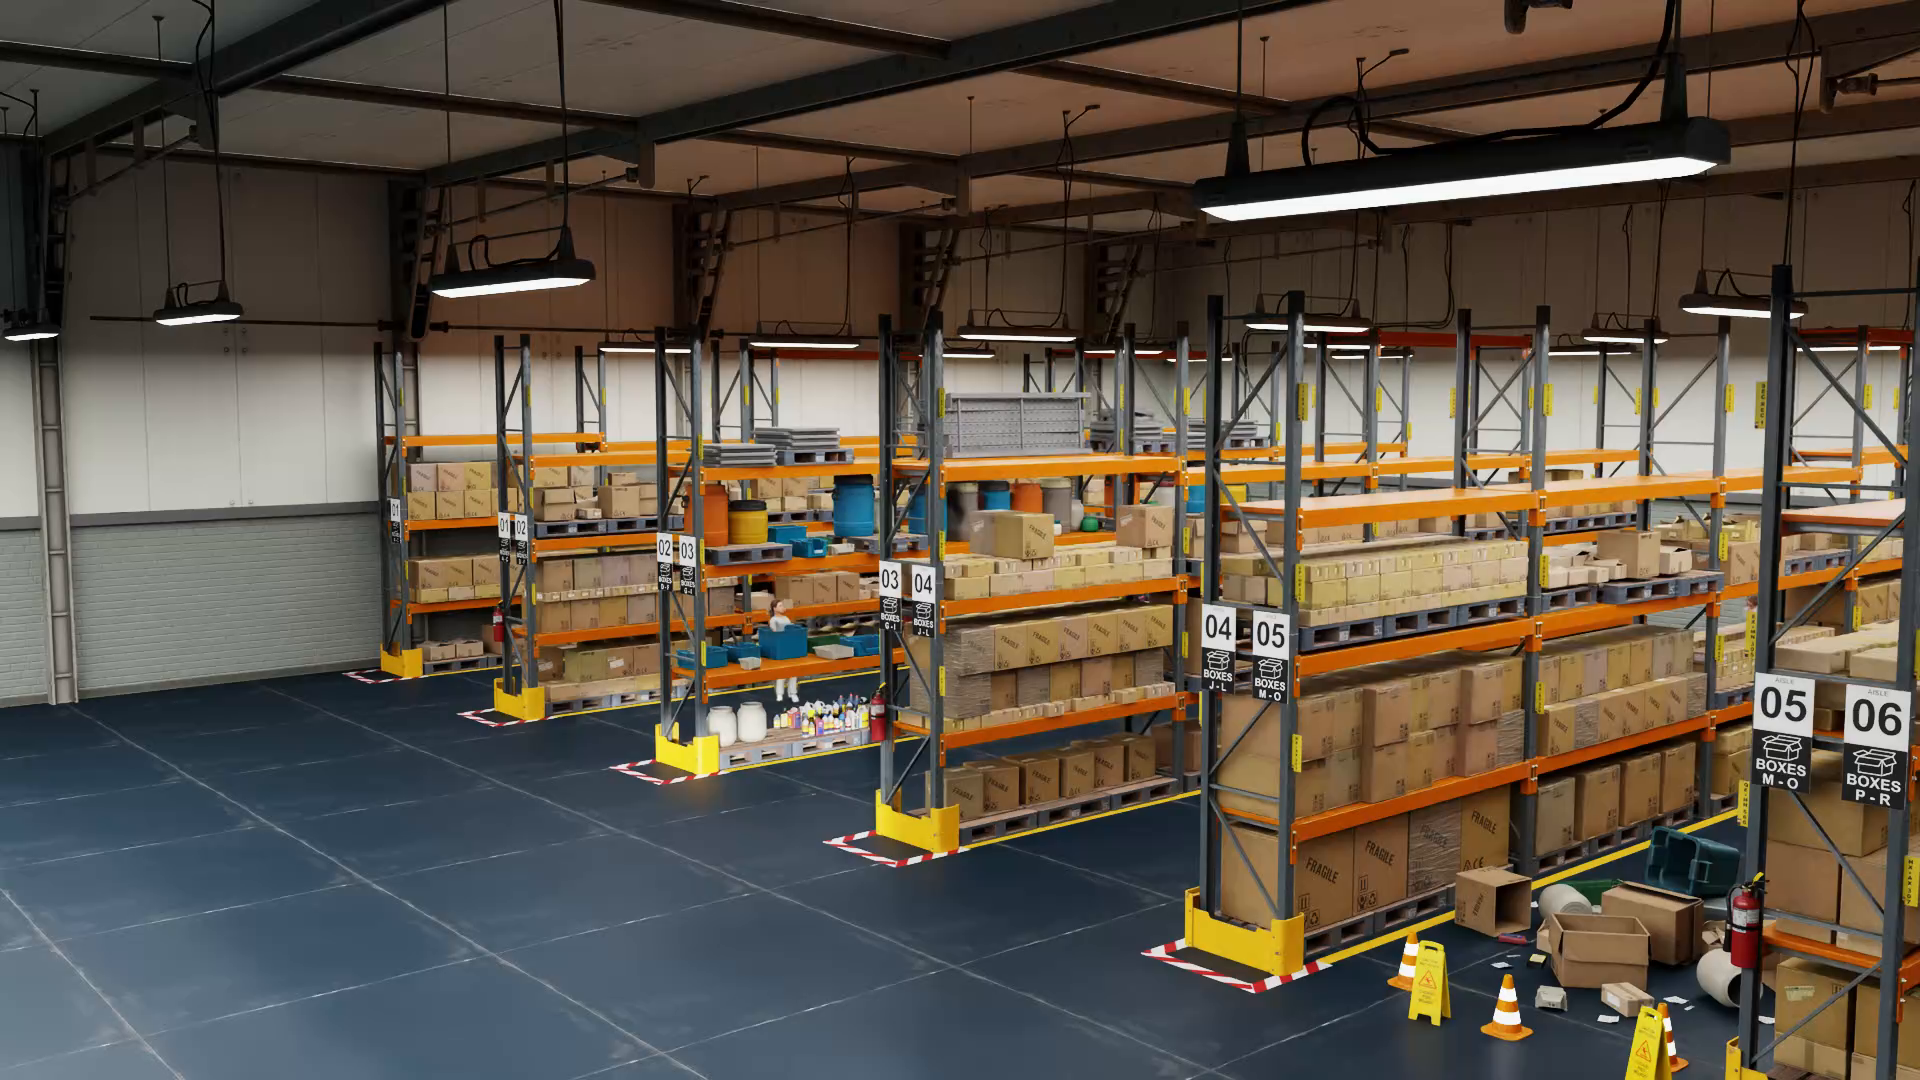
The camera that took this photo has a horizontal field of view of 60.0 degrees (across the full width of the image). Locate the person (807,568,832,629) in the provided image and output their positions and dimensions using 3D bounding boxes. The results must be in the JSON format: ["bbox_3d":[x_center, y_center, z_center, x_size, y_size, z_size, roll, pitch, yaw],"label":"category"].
[{"bbox_3d":[-2.776,1.323,33.363,0.722,1.725,0.596,-4,6,-35],"label":"person"}]

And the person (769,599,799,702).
[{"bbox_3d":[-2.866,1.819,27.335,0.541,1.687,0.582,-3,6,-27],"label":"person"}]

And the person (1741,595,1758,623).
[{"bbox_3d":[13.909,1.715,29.193,0.425,1.560,0.703,5,7,43],"label":"person"}]

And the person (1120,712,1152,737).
[{"bbox_3d":[2.423,2.173,23.444,0.595,1.752,0.589,-2,6,-25],"label":"person"}]
